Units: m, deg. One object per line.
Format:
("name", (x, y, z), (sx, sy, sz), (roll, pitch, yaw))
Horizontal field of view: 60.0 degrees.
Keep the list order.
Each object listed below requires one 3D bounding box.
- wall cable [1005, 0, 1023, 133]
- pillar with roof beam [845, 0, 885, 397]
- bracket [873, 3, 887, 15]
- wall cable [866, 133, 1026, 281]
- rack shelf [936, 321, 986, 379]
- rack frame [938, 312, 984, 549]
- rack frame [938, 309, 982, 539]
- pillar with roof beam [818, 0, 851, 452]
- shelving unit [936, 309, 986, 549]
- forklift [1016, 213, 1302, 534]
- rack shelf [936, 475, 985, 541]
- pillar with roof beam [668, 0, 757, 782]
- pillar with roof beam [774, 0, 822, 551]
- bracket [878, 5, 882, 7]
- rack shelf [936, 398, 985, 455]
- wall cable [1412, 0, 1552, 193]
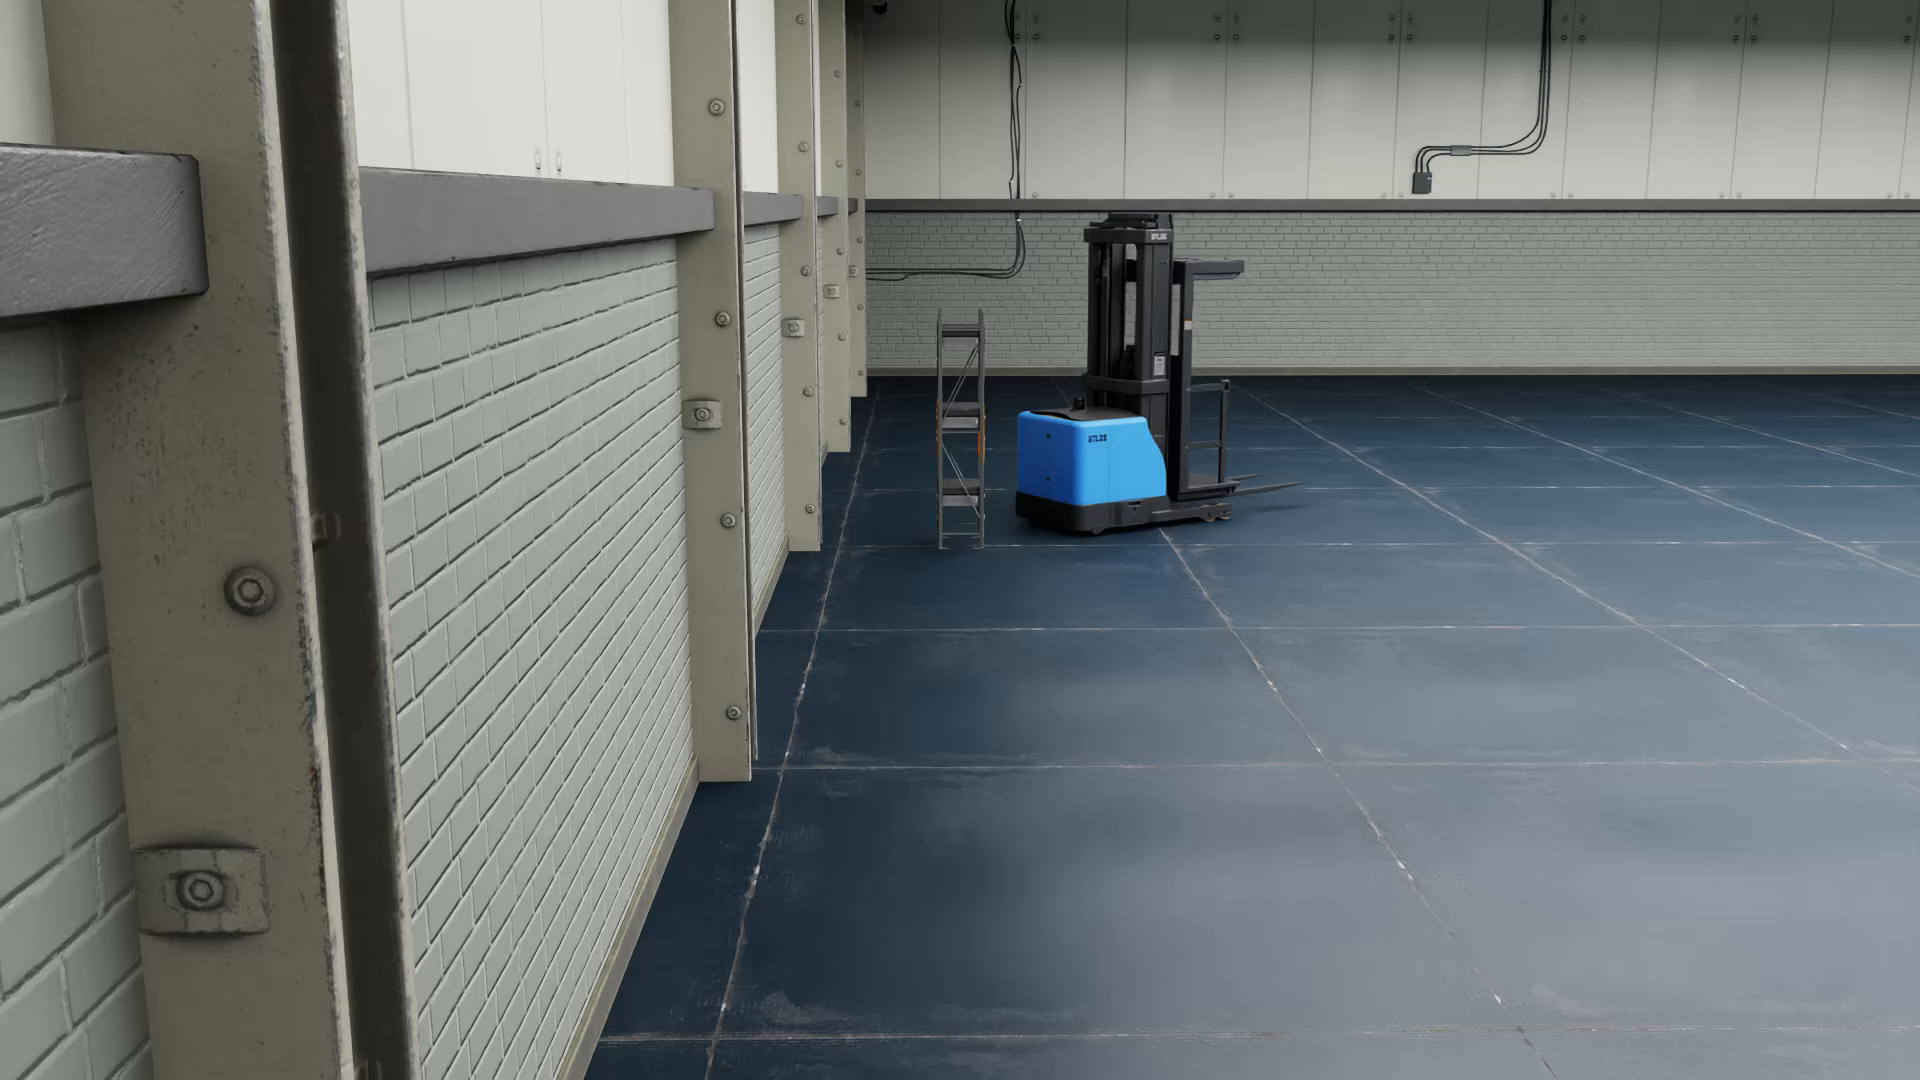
("wall cable", (2.313, -8.293, 28.601), (3.097, 2.526, 0.112), (0, 11, -1))
("pillar with roof beam", (2.652, -6.755, 25.913), (9.100, 9.000, 0.548), (0, 11, -1))
("bracket", (-1.355, -9.056, 28.204), (0.235, 0.232, 0.430), (0, 11, -1))
("wall cable", (-0.391, -5.807, 29.048), (3.097, 2.526, 0.112), (0, 11, -1))
("rack shelf", (0.004, -1.669, 14.743), (0.431, 0.518, 0.480), (0, 11, -1))
("rack frame", (0.009, -0.948, 14.640), (0.400, 2.100, 0.015), (0, 11, -1))
("rack frame", (-0.002, -1.045, 15.118), (0.400, 2.100, 0.015), (0, 11, -1))
("pillar with roof beam", (2.776, -5.562, 20.034), (9.100, 9.000, 0.400), (0, 11, -1))
("shelving unit", (0.003, -0.996, 14.879), (0.431, 2.100, 0.503), (0, 11, -1))
("forklift", (2.049, -1.690, 16.210), (3.031, 2.935, 1.130), (-7, 14, -33))
("rack shelf", (0.003, -0.297, 15.021), (0.431, 0.518, 0.480), (0, 11, -1))
("pillar with roof beam", (3.024, -3.177, 8.276), (9.100, 9.000, 0.400), (0, 11, -1))
("pillar with roof beam", (2.900, -4.370, 14.155), (9.100, 9.000, 0.400), (0, 11, -1))
("bracket", (-1.343, -8.939, 27.625), (0.076, 0.066, 3.189), (0, 11, -1))
("rack shelf", (0.003, -0.983, 14.882), (0.431, 0.518, 0.480), (0, 11, -1))
("wall cable", (9.100, -9.031, 28.578), (2.305, 6.003, 0.169), (0, 11, -1))
